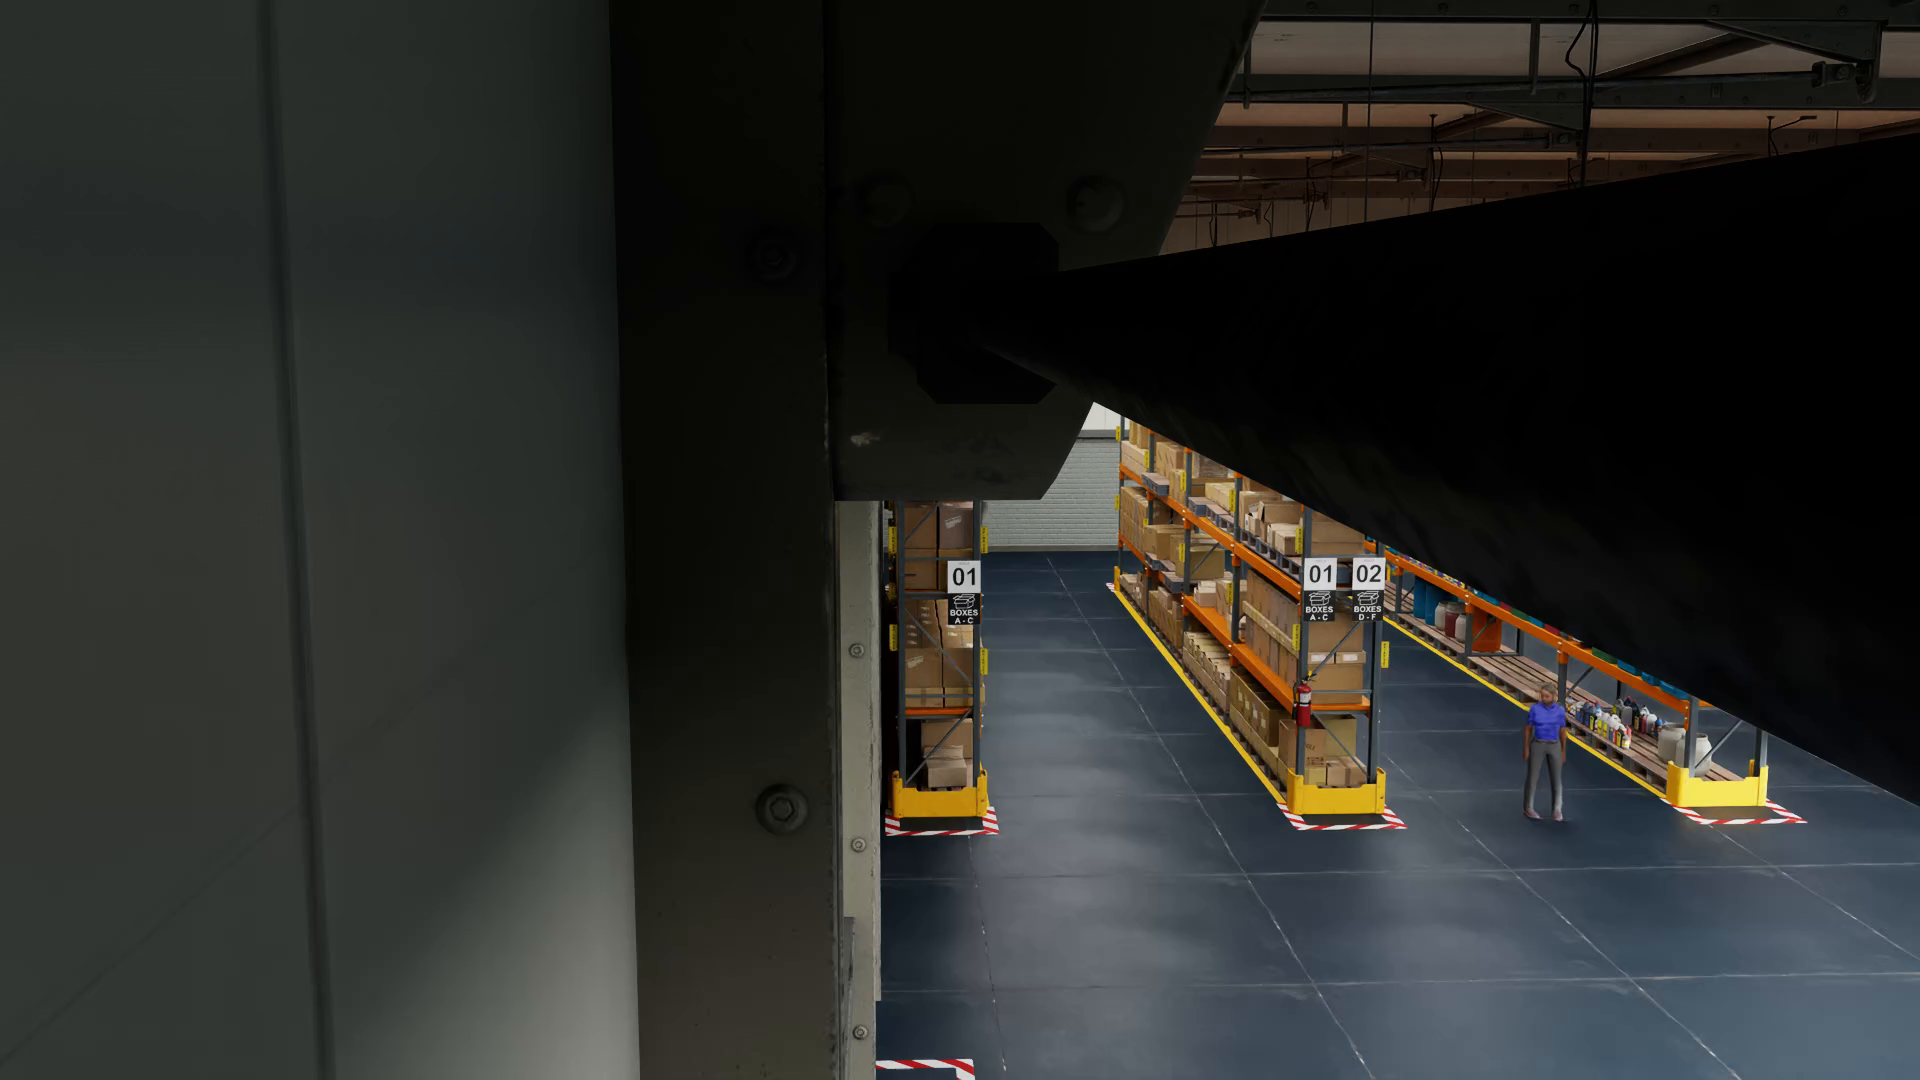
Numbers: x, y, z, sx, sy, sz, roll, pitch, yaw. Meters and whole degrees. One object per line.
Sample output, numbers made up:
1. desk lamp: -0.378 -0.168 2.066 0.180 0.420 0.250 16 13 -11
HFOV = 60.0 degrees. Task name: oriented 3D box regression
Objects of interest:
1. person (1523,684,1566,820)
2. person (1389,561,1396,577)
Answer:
1. person: 7.173 2.583 20.403 0.500 1.666 0.380 2 9 16
2. person: 9.912 -0.055 38.352 0.588 1.792 0.535 -2 8 -11
